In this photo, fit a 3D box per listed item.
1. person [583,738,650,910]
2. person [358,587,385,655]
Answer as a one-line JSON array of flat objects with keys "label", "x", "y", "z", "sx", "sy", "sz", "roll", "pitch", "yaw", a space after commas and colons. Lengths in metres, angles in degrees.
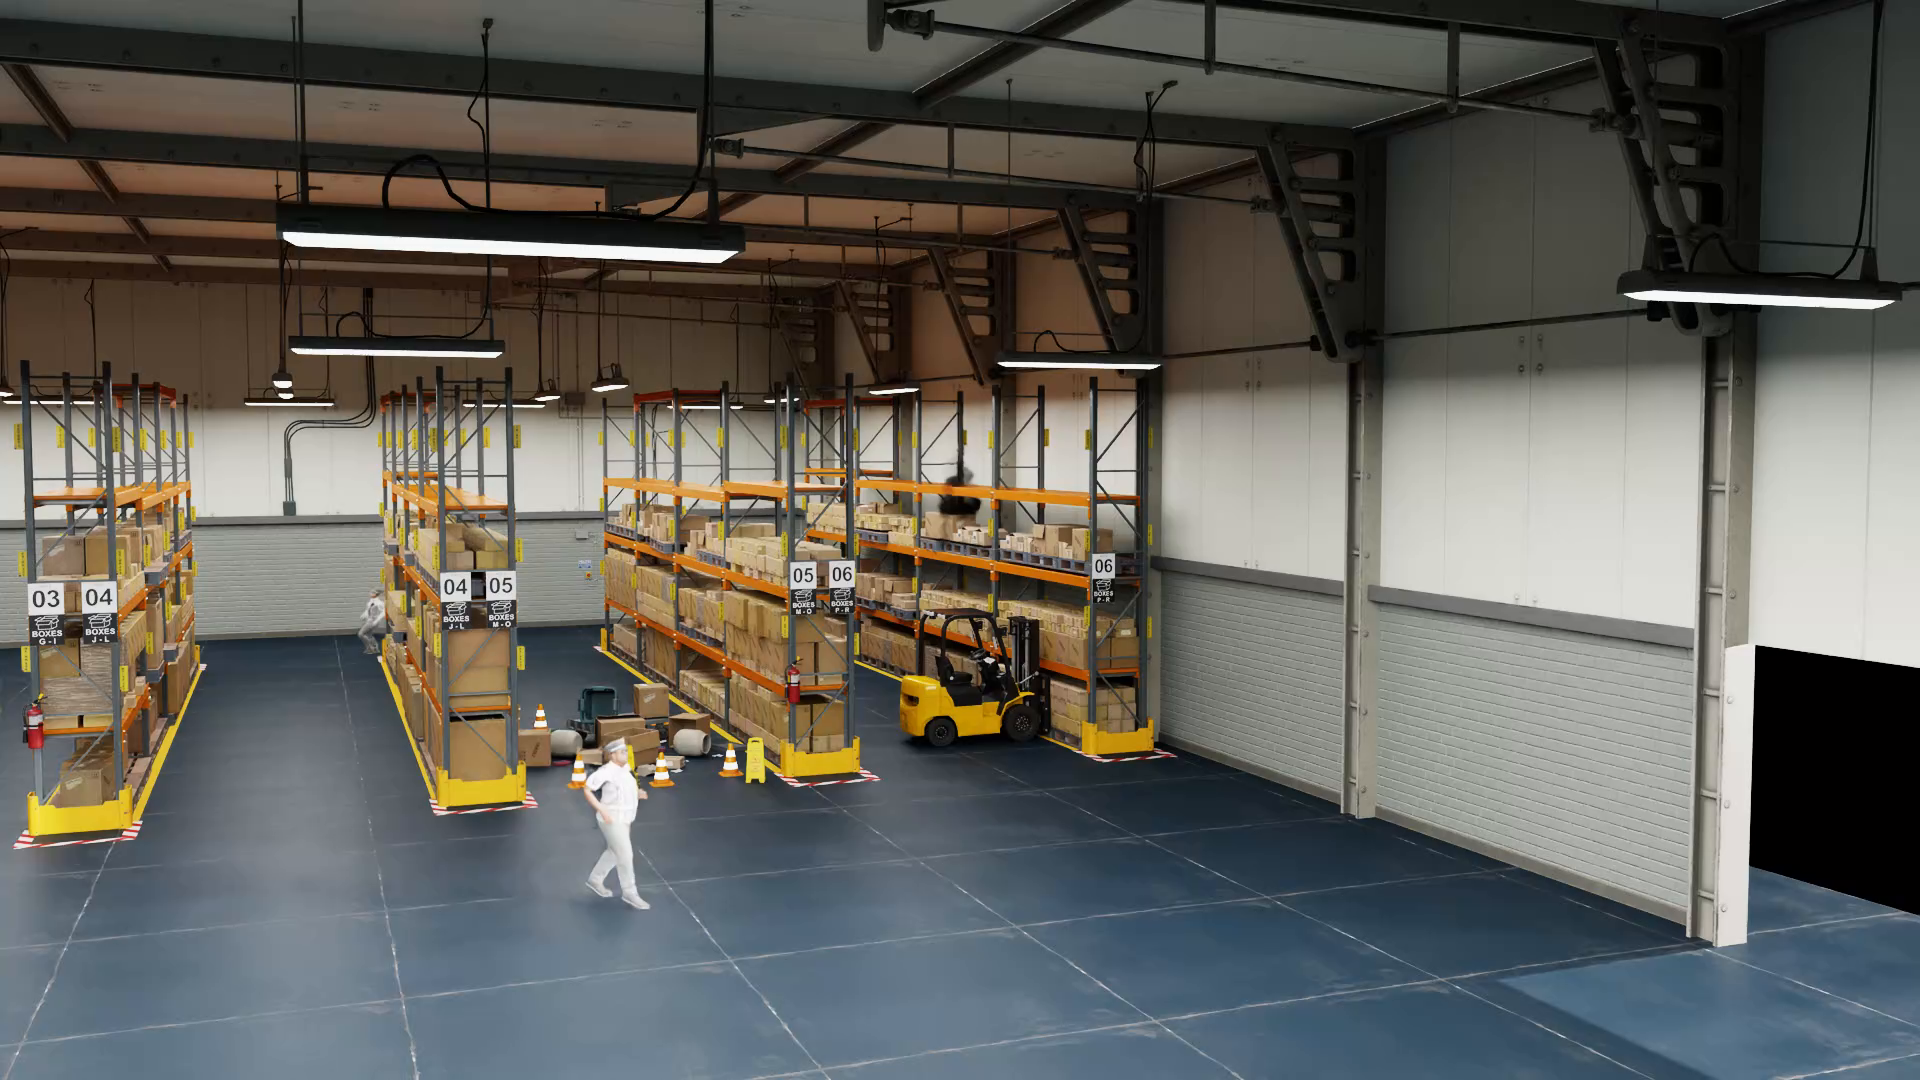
[{"label": "person", "x": -3.694, "y": 3.026, "z": 17.916, "sx": 0.832, "sy": 1.816, "sz": 0.651, "roll": 1, "pitch": 4, "yaw": 15}, {"label": "person", "x": -13.716, "y": 1.883, "z": 38.718, "sx": 0.608, "sy": 1.604, "sz": 0.715, "roll": -2, "pitch": 4, "yaw": -26}]
